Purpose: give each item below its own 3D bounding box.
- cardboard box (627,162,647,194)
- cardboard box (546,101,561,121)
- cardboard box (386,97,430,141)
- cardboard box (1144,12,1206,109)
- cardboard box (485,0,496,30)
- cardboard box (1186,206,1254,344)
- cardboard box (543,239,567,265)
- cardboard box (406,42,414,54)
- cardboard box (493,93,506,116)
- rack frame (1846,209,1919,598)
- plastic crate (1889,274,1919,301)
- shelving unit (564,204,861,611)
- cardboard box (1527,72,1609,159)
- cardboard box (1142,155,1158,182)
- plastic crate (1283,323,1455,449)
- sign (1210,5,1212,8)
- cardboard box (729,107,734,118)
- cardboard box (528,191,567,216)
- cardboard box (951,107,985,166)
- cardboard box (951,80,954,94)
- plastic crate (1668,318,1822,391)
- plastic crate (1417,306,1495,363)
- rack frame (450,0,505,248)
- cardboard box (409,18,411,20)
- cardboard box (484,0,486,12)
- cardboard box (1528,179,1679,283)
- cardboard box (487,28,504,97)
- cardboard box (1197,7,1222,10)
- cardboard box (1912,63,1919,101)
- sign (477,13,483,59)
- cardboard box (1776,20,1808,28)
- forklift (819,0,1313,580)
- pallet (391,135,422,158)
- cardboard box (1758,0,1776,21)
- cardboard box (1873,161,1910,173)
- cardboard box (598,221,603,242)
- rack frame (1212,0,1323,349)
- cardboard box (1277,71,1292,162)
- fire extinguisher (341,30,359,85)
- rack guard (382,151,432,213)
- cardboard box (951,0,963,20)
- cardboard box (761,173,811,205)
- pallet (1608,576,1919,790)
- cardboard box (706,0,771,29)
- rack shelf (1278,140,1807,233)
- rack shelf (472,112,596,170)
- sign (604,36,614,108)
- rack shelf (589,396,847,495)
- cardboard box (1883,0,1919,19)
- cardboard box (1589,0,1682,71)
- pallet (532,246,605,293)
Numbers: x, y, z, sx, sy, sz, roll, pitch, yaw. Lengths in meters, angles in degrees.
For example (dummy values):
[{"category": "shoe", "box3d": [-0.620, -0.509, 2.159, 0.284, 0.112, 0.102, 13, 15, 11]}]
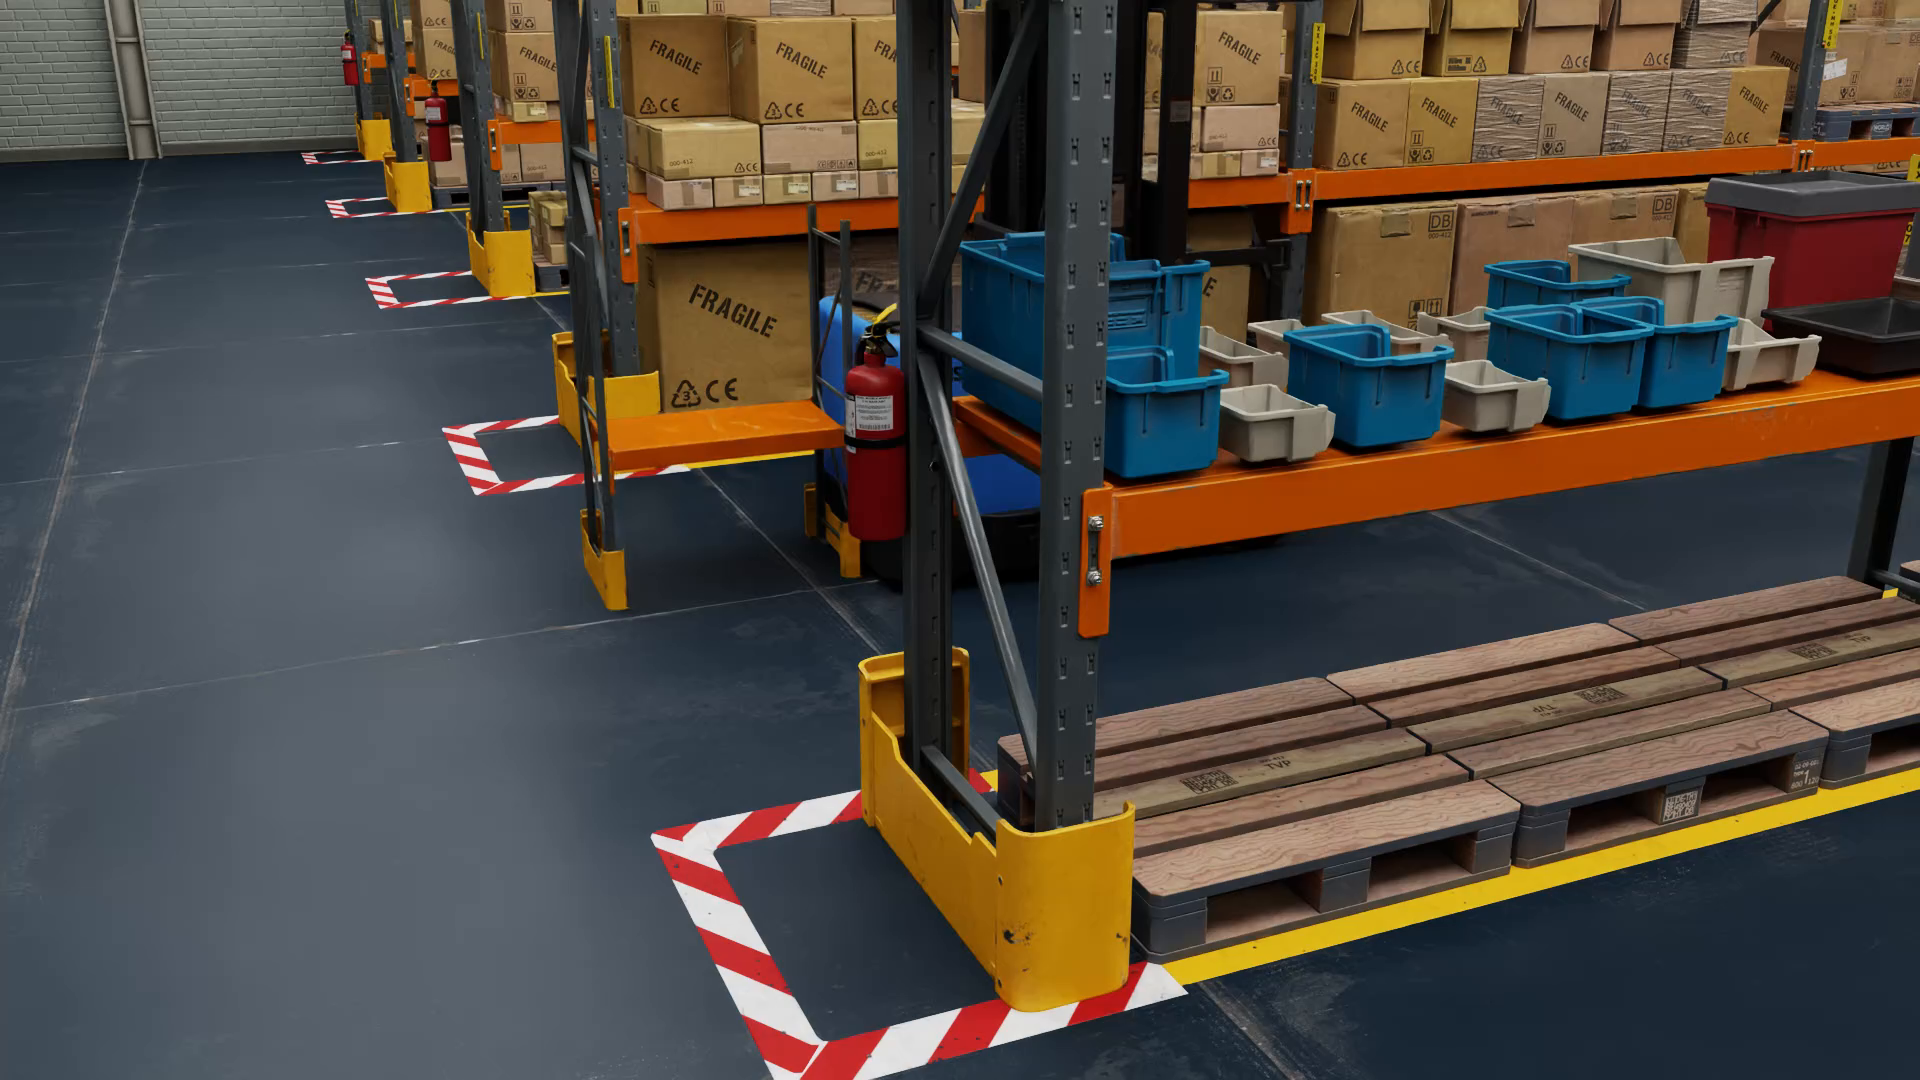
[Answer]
[{"category": "cardboard box", "box3d": [-1.682, -1.972, 8.984, 0.250, 0.149, 0.380, -8, 21, -21]}, {"category": "cardboard box", "box3d": [-3.106, -3.339, 12.868, 0.250, 0.149, 0.380, -7, 21, -20]}, {"category": "cardboard box", "box3d": [-7.174, -5.551, 21.896, 0.637, 0.503, 0.797, -9, 21, -24]}, {"category": "cardboard box", "box3d": [1.017, -2.686, 9.283, 0.500, 0.500, 0.500, -8, 21, -21]}, {"category": "cardboard box", "box3d": [-3.429, -4.264, 13.012, 0.500, 0.500, 0.500, -9, 21, -23]}, {"category": "cardboard box", "box3d": [1.157, -1.603, 10.125, 0.875, 0.875, 0.875, -8, 21, -22]}, {"category": "cardboard box", "box3d": [-3.142, -2.294, 13.180, 0.250, 0.149, 0.380, -8, 21, -21]}, {"category": "cardboard box", "box3d": [-7.147, -6.367, 21.467, 0.250, 0.149, 0.380, -8, 21, -21]}, {"category": "cardboard box", "box3d": [-3.563, -3.480, 13.266, 0.250, 0.149, 0.380, -8, 21, -22]}, {"category": "rack frame", "box3d": [3.756, -0.959, 5.729, 0.127, 3.000, 1.000, -8, 21, -22]}, {"category": "plastic crate", "box3d": [3.272, -0.845, 5.713, 0.243, 0.136, 0.396, -8, 21, -22]}, {"category": "shelving unit", "box3d": [-1.024, -0.575, 6.897, 1.083, 1.500, 0.587, -8, 21, -20]}, {"category": "cardboard box", "box3d": [3.709, -2.703, 10.530, 0.500, 0.500, 0.500, -8, 21, -21]}, {"category": "cardboard box", "box3d": [0.936, -2.109, 9.375, 0.250, 0.149, 0.380, -8, 21, -21]}, {"category": "plastic crate", "box3d": [1.045, -0.401, 4.306, 0.300, 0.233, 0.416, -8, 21, -22]}, {"category": "sign", "box3d": [1.571, -3.142, 10.306, 0.005, 0.325, 0.100, -8, 21, -22]}, {"category": "cardboard box", "box3d": [-1.072, -2.224, 9.100, 0.500, 0.250, 0.500, -9, 21, -23]}, {"category": "cardboard box", "box3d": [-3.364, -2.750, 13.580, 0.250, 0.149, 0.380, -8, 21, -21]}, {"category": "cardboard box", "box3d": [0.084, -2.199, 9.030, 0.500, 0.250, 0.500, -9, 21, -23]}, {"category": "cardboard box", "box3d": [0.054, -5.032, 19.864, 0.875, 0.875, 0.875, -8, 21, -21]}, {"category": "plastic crate", "box3d": [2.277, -0.542, 4.852, 0.466, 0.136, 0.293, -8, 21, -22]}, {"category": "plastic crate", "box3d": [1.543, -0.622, 5.078, 0.250, 0.136, 0.298, -8, 21, -22]}, {"category": "rack frame", "box3d": [-3.750, -3.469, 12.858, 0.127, 3.000, 1.000, -8, 21, -22]}, {"category": "cardboard box", "box3d": [-6.982, -6.757, 21.974, 0.500, 0.250, 0.500, -8, 21, -22]}, {"category": "cardboard box", "box3d": [-4.778, -5.530, 17.056, 0.500, 0.500, 0.500, -9, 21, -23]}, {"category": "cardboard box", "box3d": [4.004, -1.992, 11.230, 0.875, 0.875, 1.225, -8, 21, -22]}, {"category": "cardboard box", "box3d": [-3.439, -3.794, 13.183, 0.500, 0.500, 0.500, -8, 21, -21]}, {"category": "cardboard box", "box3d": [1.253, -2.908, 9.912, 0.500, 0.500, 0.500, -8, 21, -22]}, {"category": "cardboard box", "box3d": [7.097, -3.273, 11.896, 0.500, 0.250, 0.500, -9, 21, -23]}, {"category": "sign", "box3d": [-3.535, -3.712, 12.244, 0.005, 0.325, 0.100, -8, 21, -22]}, {"category": "cardboard box", "box3d": [8.641, -5.285, 17.790, 0.550, 0.550, 0.875, -8, 21, -22]}, {"category": "forklift", "box3d": [0.915, -1.485, 7.326, 3.031, 2.935, 1.130, -8, 21, -20]}, {"category": "pallet", "box3d": [-6.972, -5.278, 22.195, 1.213, 0.211, 1.003, -8, 21, -22]}, {"category": "cardboard box", "box3d": [8.080, -5.774, 17.551, 0.550, 0.550, 0.875, -8, 21, -22]}, {"category": "cardboard box", "box3d": [10.345, -4.660, 18.808, 0.875, 0.875, 0.875, -8, 21, -22]}, {"category": "cardboard box", "box3d": [-2.894, -2.472, 13.239, 0.250, 0.149, 0.380, -8, 21, -22]}, {"category": "rack frame", "box3d": [1.795, -2.469, 10.019, 0.127, 3.000, 1.000, -8, 21, -22]}, {"category": "cardboard box", "box3d": [2.116, -2.661, 10.414, 0.500, 0.500, 0.500, -8, 21, -22]}, {"category": "fire extinguisher", "box3d": [-7.725, -6.106, 21.025, 0.183, 0.674, 0.296, -8, 21, -22]}, {"category": "rack guard", "box3d": [-5.826, -3.783, 17.514, 0.348, 0.500, 1.175, -8, 21, -22]}, {"category": "cardboard box", "box3d": [-0.223, -6.191, 18.933, 0.500, 0.500, 0.500, -9, 21, -23]}, {"category": "cardboard box", "box3d": [-0.952, -1.839, 8.606, 0.250, 0.149, 0.380, -9, 21, -23]}, {"category": "pallet", "box3d": [3.097, 0.465, 5.884, 1.213, 0.211, 1.003, -8, 21, -22]}, {"category": "cardboard box", "box3d": [-1.819, -4.304, 13.126, 0.500, 0.500, 0.500, -9, 21, -24]}, {"category": "rack shelf", "box3d": [3.631, -2.393, 10.886, 4.000, 0.370, 1.077, -8, 21, -22]}, {"category": "rack shelf", "box3d": [-1.914, -3.393, 13.725, 4.000, 0.370, 1.077, -8, 21, -22]}, {"category": "sign", "box3d": [-1.664, -2.219, 7.885, 0.005, 0.325, 0.100, -8, 21, -22]}, {"category": "rack shelf", "box3d": [-1.015, -0.407, 6.960, 1.000, 0.185, 0.538, -8, 21, -20]}, {"category": "cardboard box", "box3d": [10.117, -6.016, 18.241, 0.550, 0.550, 0.875, -8, 21, -22]}, {"category": "cardboard box", "box3d": [4.190, -3.340, 10.830, 0.637, 0.503, 0.797, -8, 21, -21]}, {"category": "pallet", "box3d": [-2.920, -2.260, 13.622, 1.213, 0.211, 1.003, -8, 21, -22]}]
